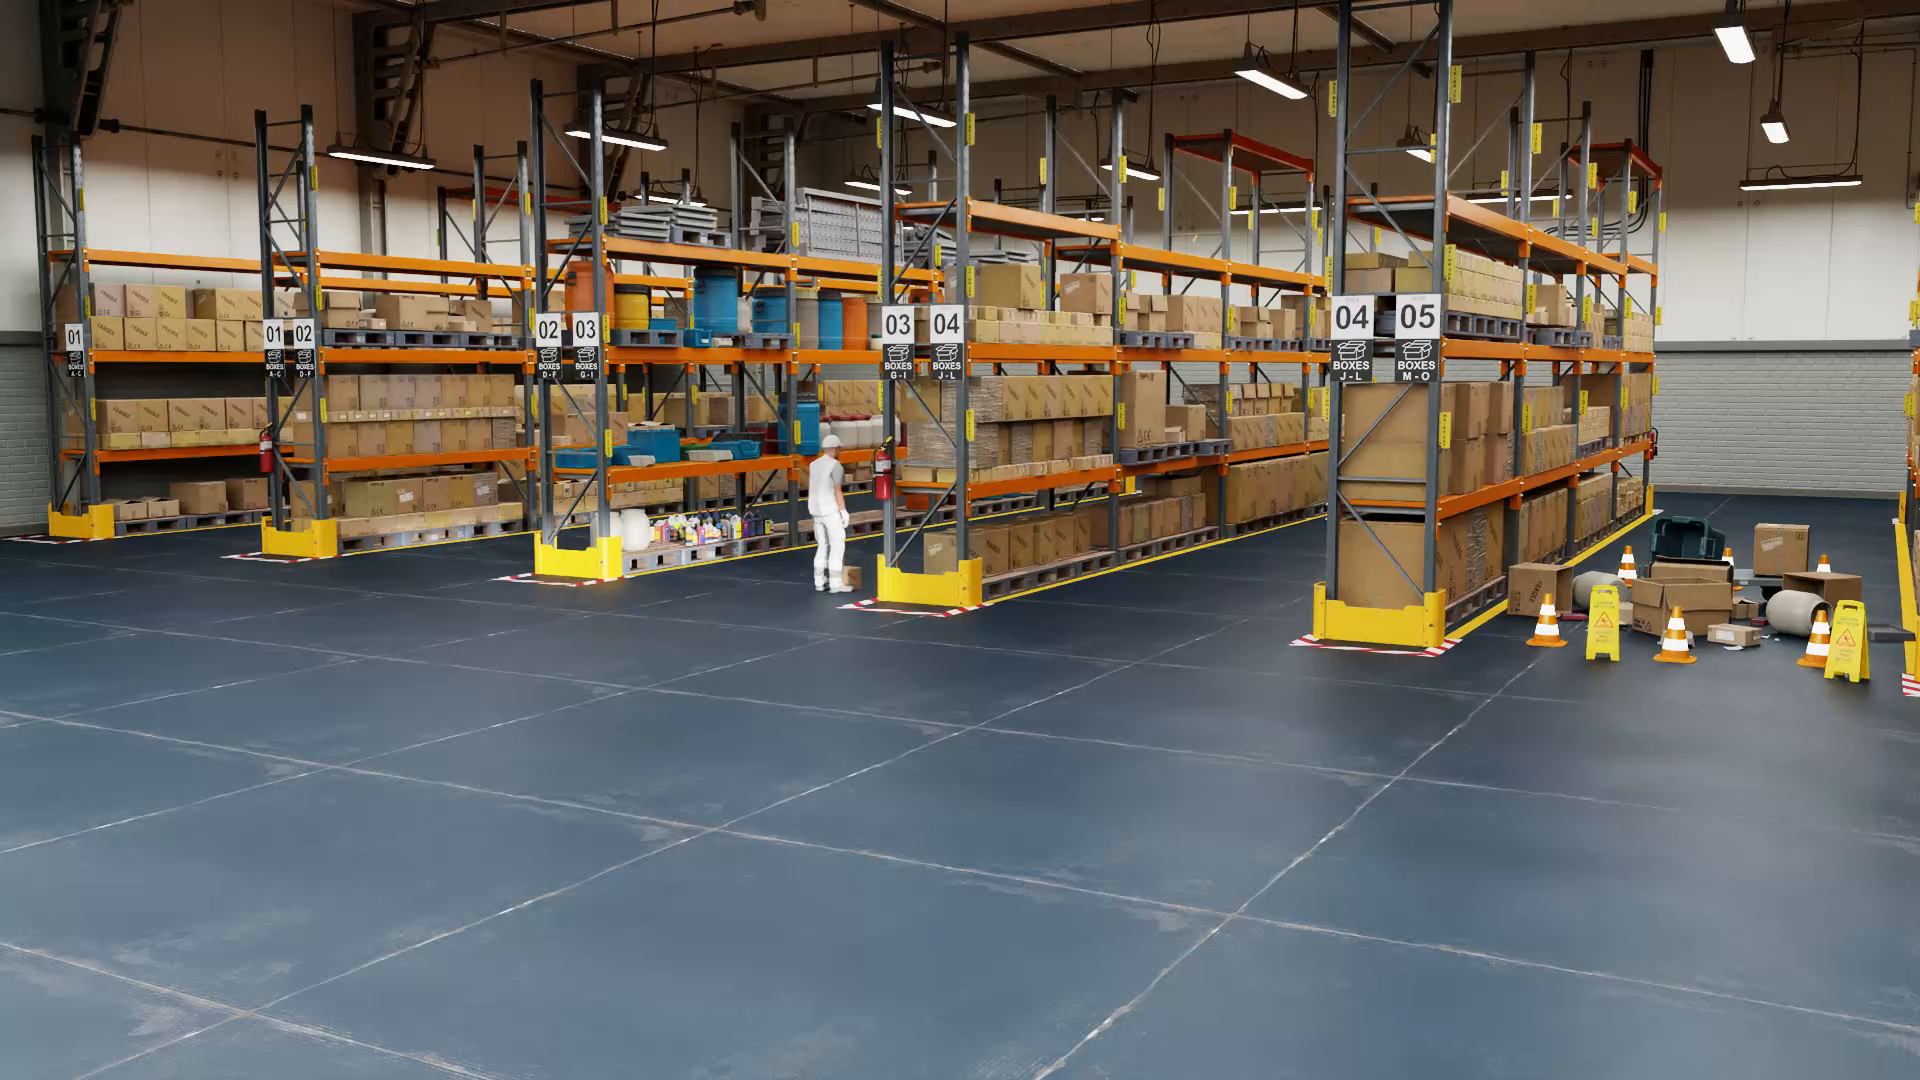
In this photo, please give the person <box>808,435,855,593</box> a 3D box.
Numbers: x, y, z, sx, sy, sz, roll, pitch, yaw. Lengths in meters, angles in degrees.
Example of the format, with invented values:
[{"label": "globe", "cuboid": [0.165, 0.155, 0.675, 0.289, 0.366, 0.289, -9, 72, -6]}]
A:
[{"label": "person", "cuboid": [-1.488, -0.303, 18.973, 0.454, 1.777, 0.606, -5, 8, -42]}]
